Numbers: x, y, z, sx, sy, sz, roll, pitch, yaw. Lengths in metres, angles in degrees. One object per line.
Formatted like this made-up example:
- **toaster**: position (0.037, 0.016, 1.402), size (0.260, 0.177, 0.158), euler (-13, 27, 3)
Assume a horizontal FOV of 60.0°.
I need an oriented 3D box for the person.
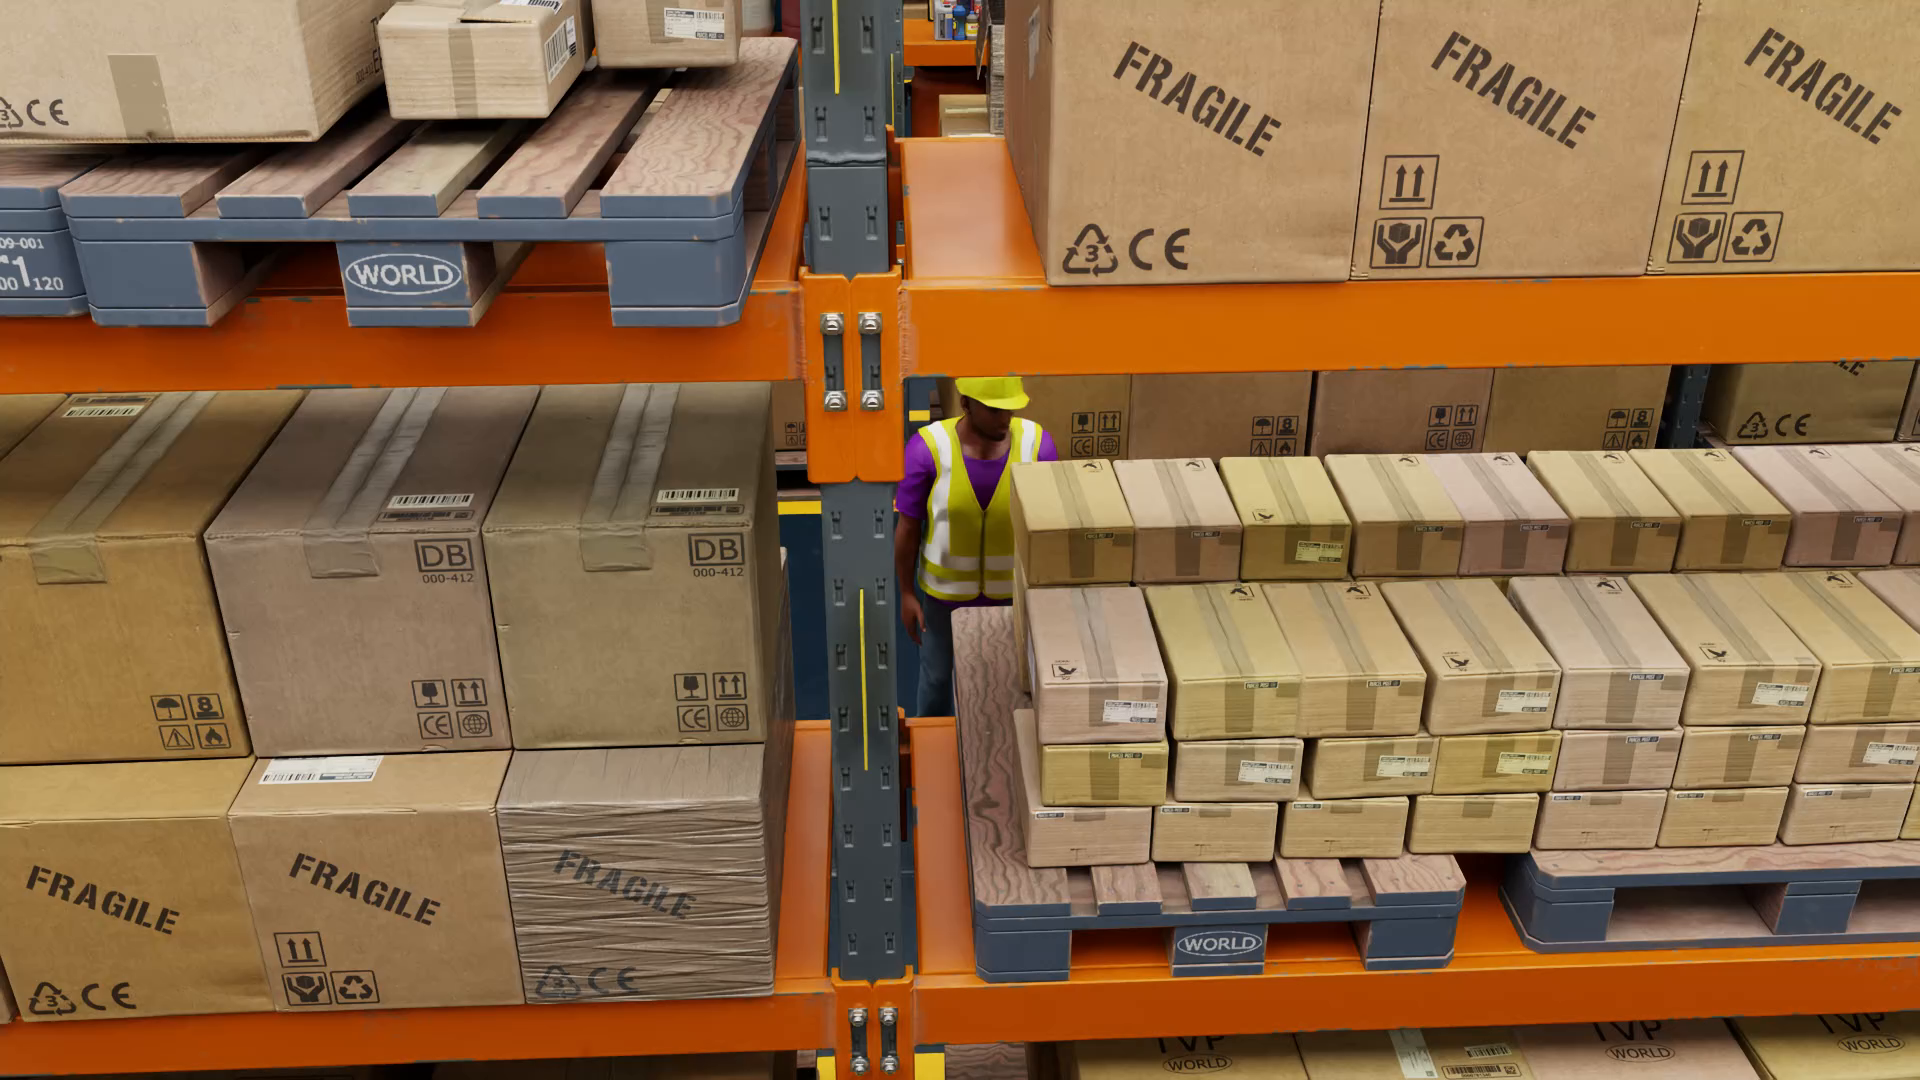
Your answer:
- **person**: position (0.063, 0.164, 5.794), size (0.608, 1.761, 0.606), euler (-2, 27, -3)
